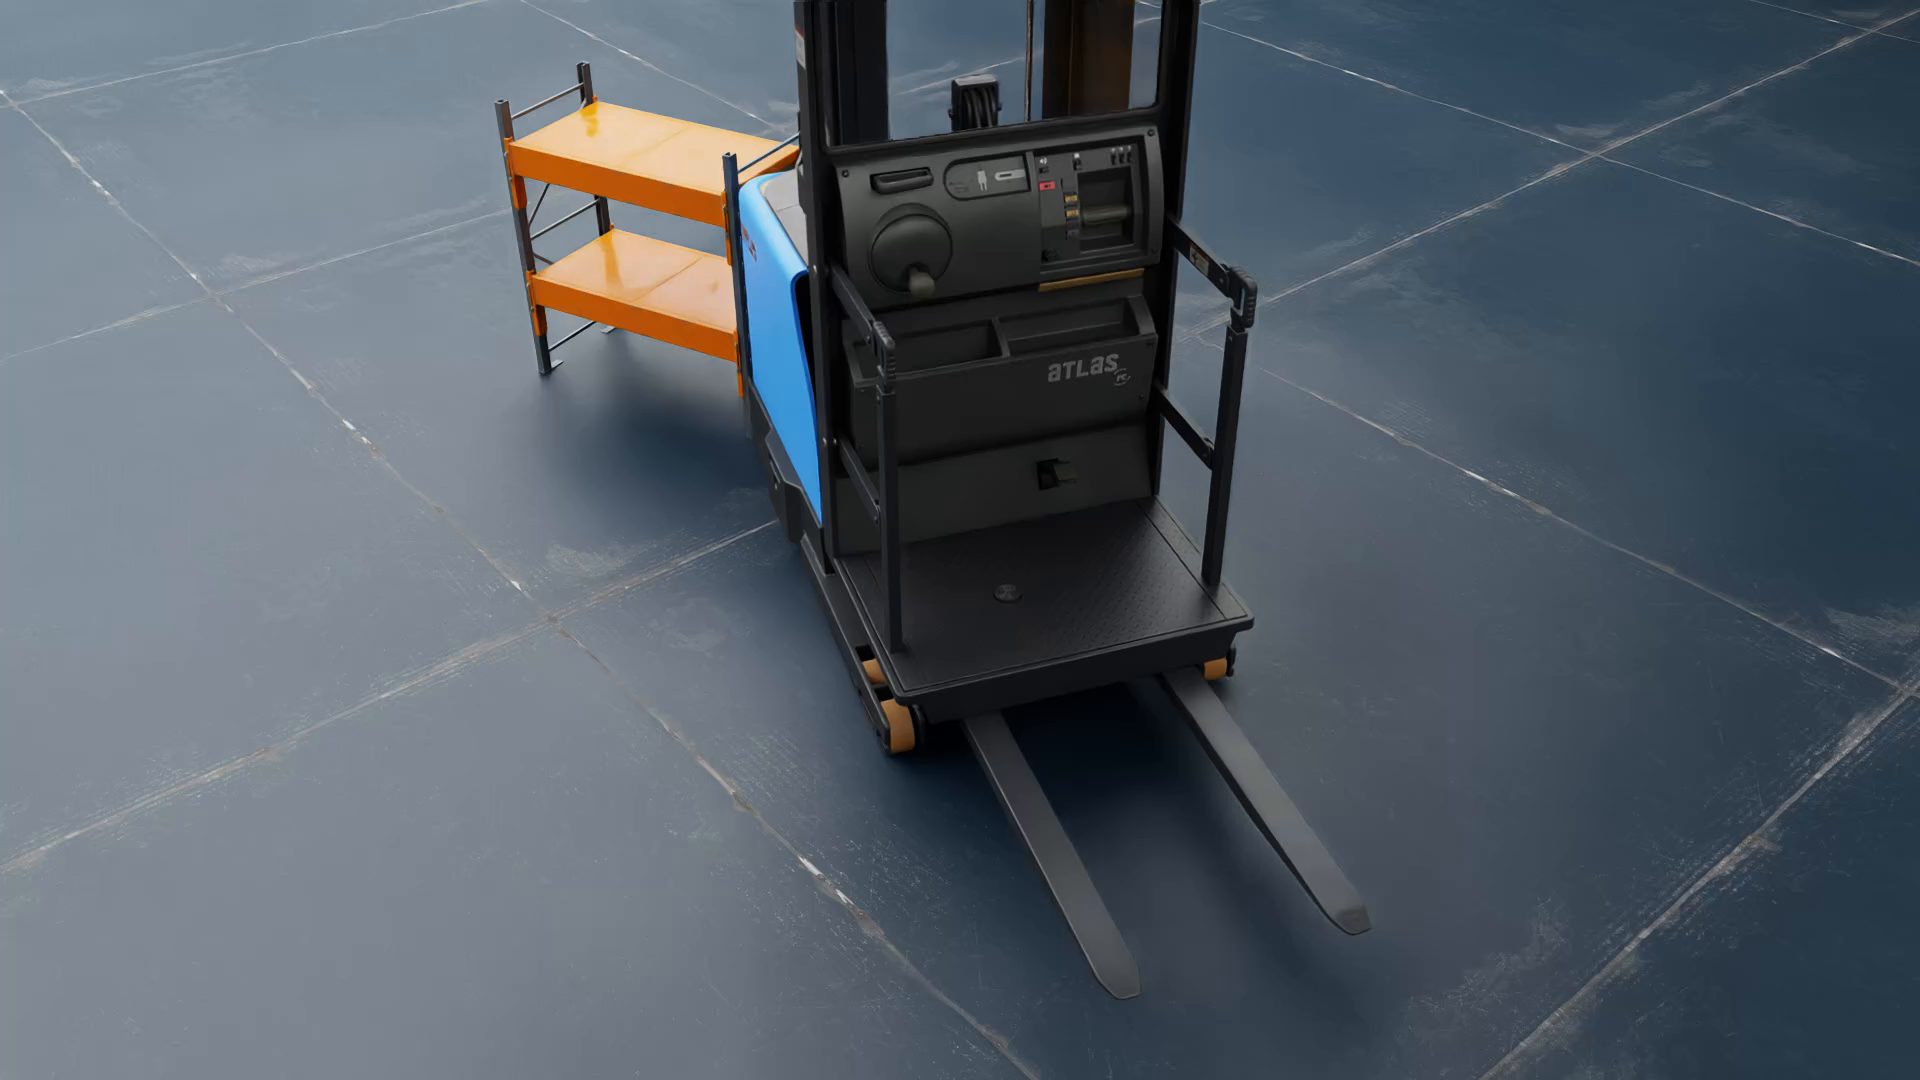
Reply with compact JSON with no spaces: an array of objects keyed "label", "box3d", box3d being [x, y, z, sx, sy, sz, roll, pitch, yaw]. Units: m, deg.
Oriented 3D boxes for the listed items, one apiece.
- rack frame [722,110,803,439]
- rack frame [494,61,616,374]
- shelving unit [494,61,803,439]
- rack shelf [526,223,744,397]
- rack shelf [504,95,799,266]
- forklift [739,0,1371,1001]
[{"label":"rack frame","box3d":[-0.674,-0.970,6.146,0.032,1.125,0.500,18,39,23]},{"label":"rack frame","box3d":[-1.562,-1.257,6.551,0.032,1.125,0.500,18,39,23]},{"label":"shelving unit","box3d":[-1.118,-1.113,6.348,1.048,1.125,0.538,18,39,23]},{"label":"rack shelf","box3d":[-1.118,-0.914,6.490,1.000,0.278,0.538,18,39,23]},{"label":"rack shelf","box3d":[-1.118,-1.352,6.179,1.000,0.278,0.538,18,39,23]},{"label":"forklift","box3d":[0.193,-0.837,4.395,1.130,2.935,3.031,-11,37,-15]}]
